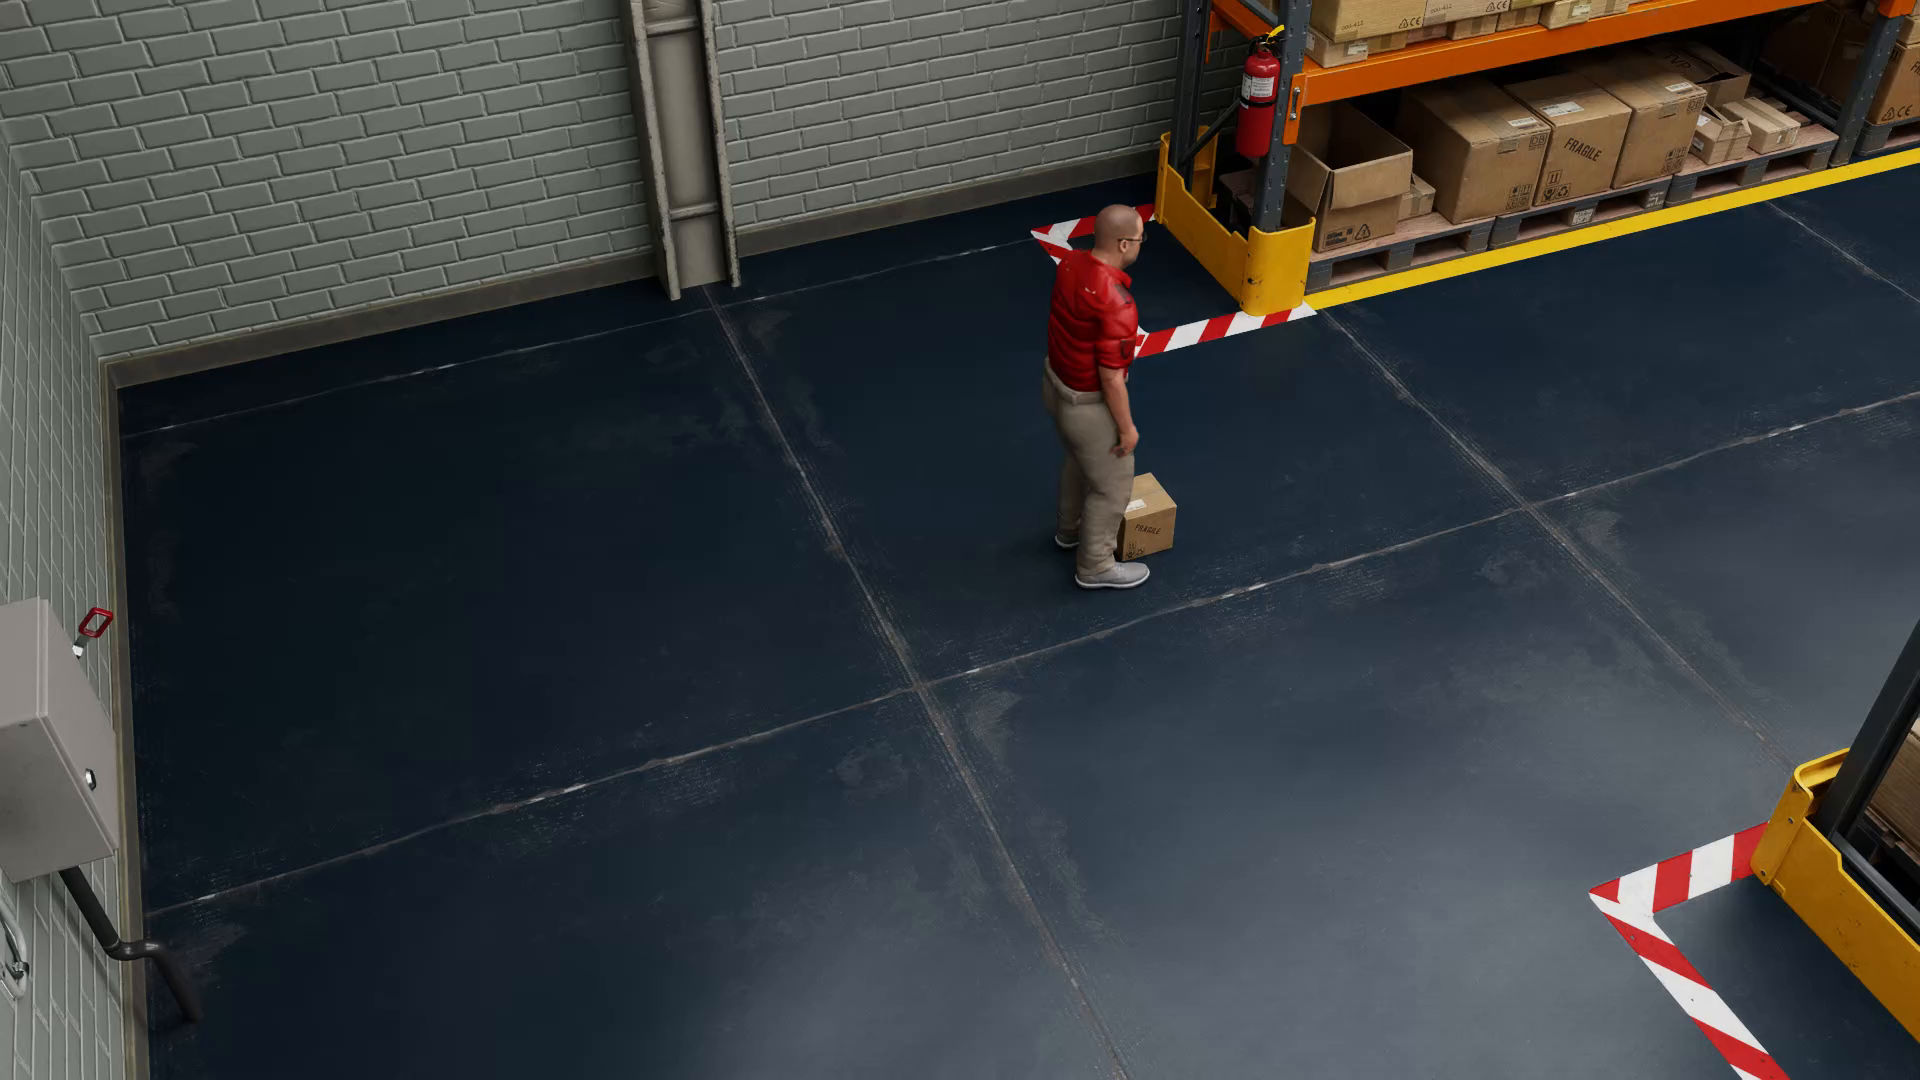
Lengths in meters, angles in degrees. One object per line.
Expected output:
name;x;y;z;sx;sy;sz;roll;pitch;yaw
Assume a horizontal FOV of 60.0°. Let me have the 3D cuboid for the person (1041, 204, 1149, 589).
person;0.571;-0.588;6.835;0.428;1.726;0.585;-15;44;-17
